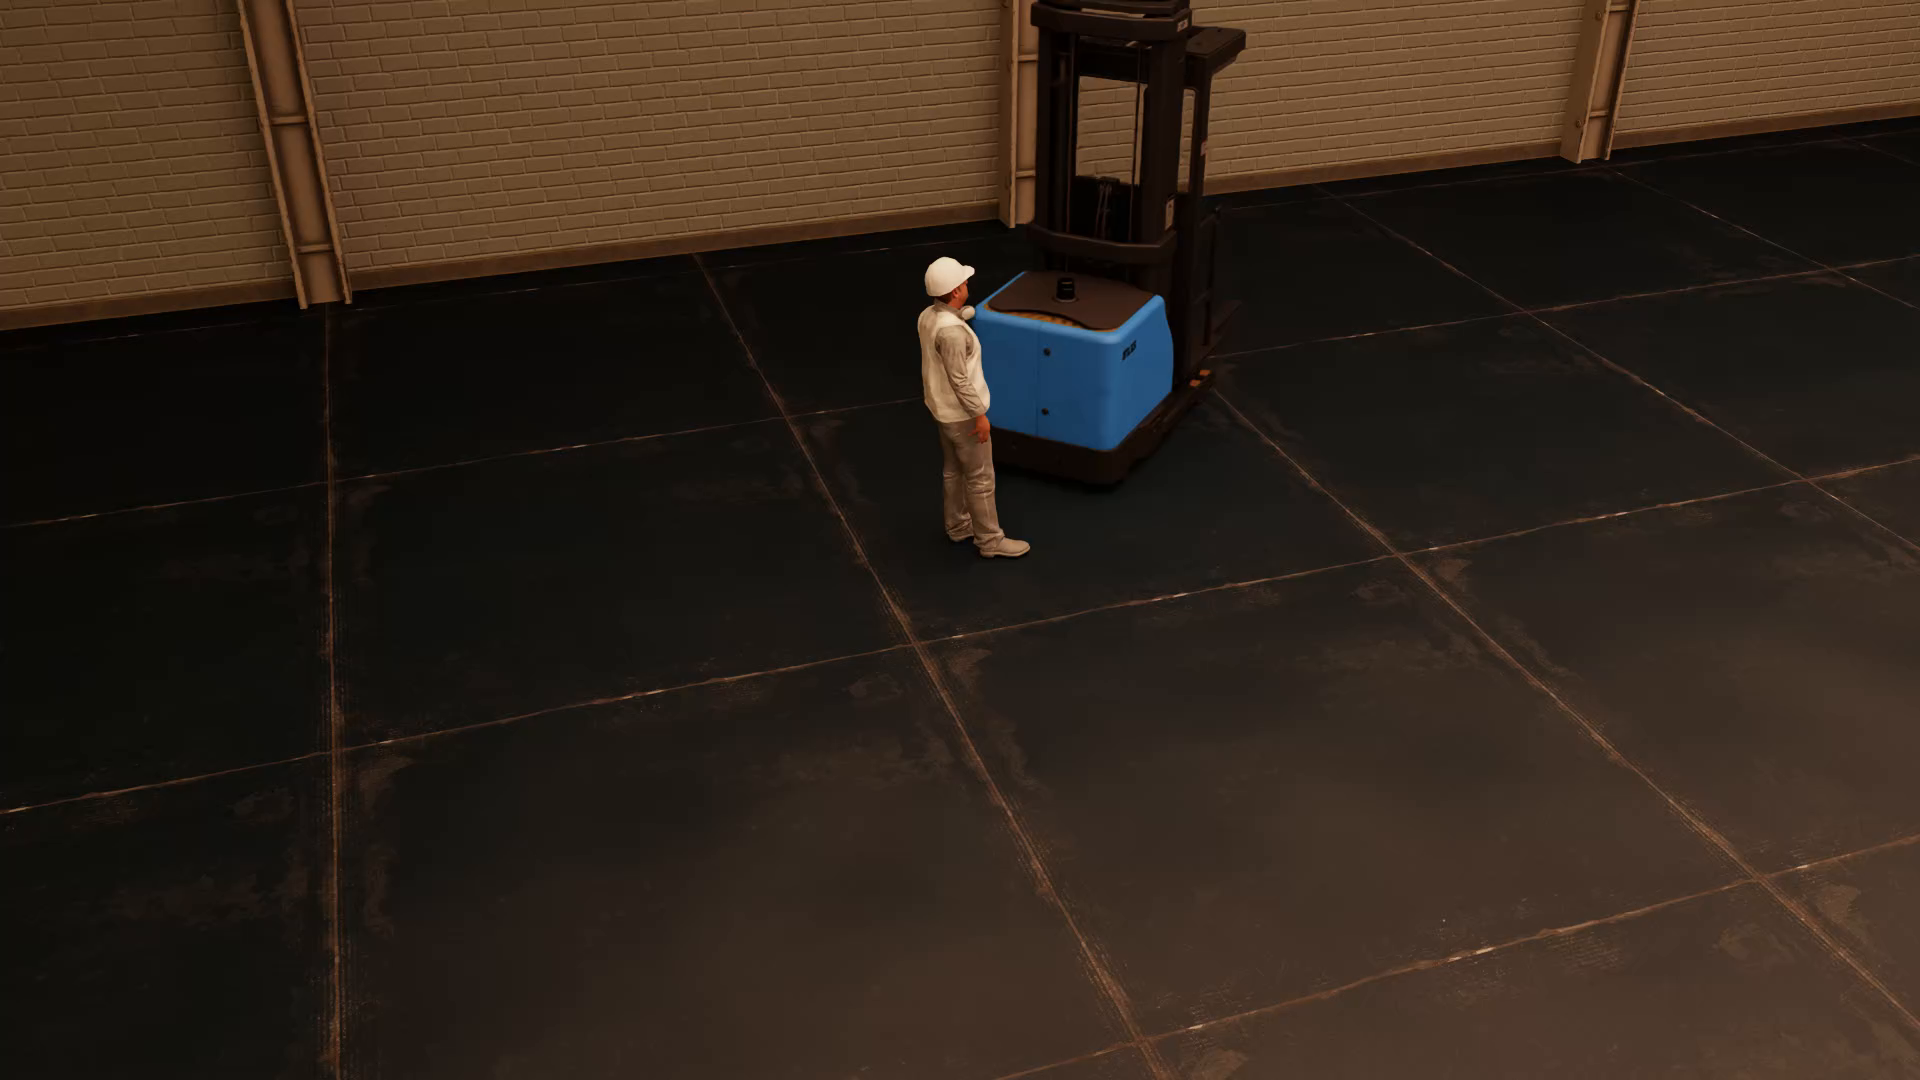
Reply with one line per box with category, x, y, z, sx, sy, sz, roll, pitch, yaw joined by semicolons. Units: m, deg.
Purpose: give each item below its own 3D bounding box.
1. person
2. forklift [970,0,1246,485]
person;0.062;-0.781;9.591;0.567;1.773;0.632;-10;31;-16
forklift;1.172;-2.324;11.127;1.130;2.935;3.031;14;33;23
